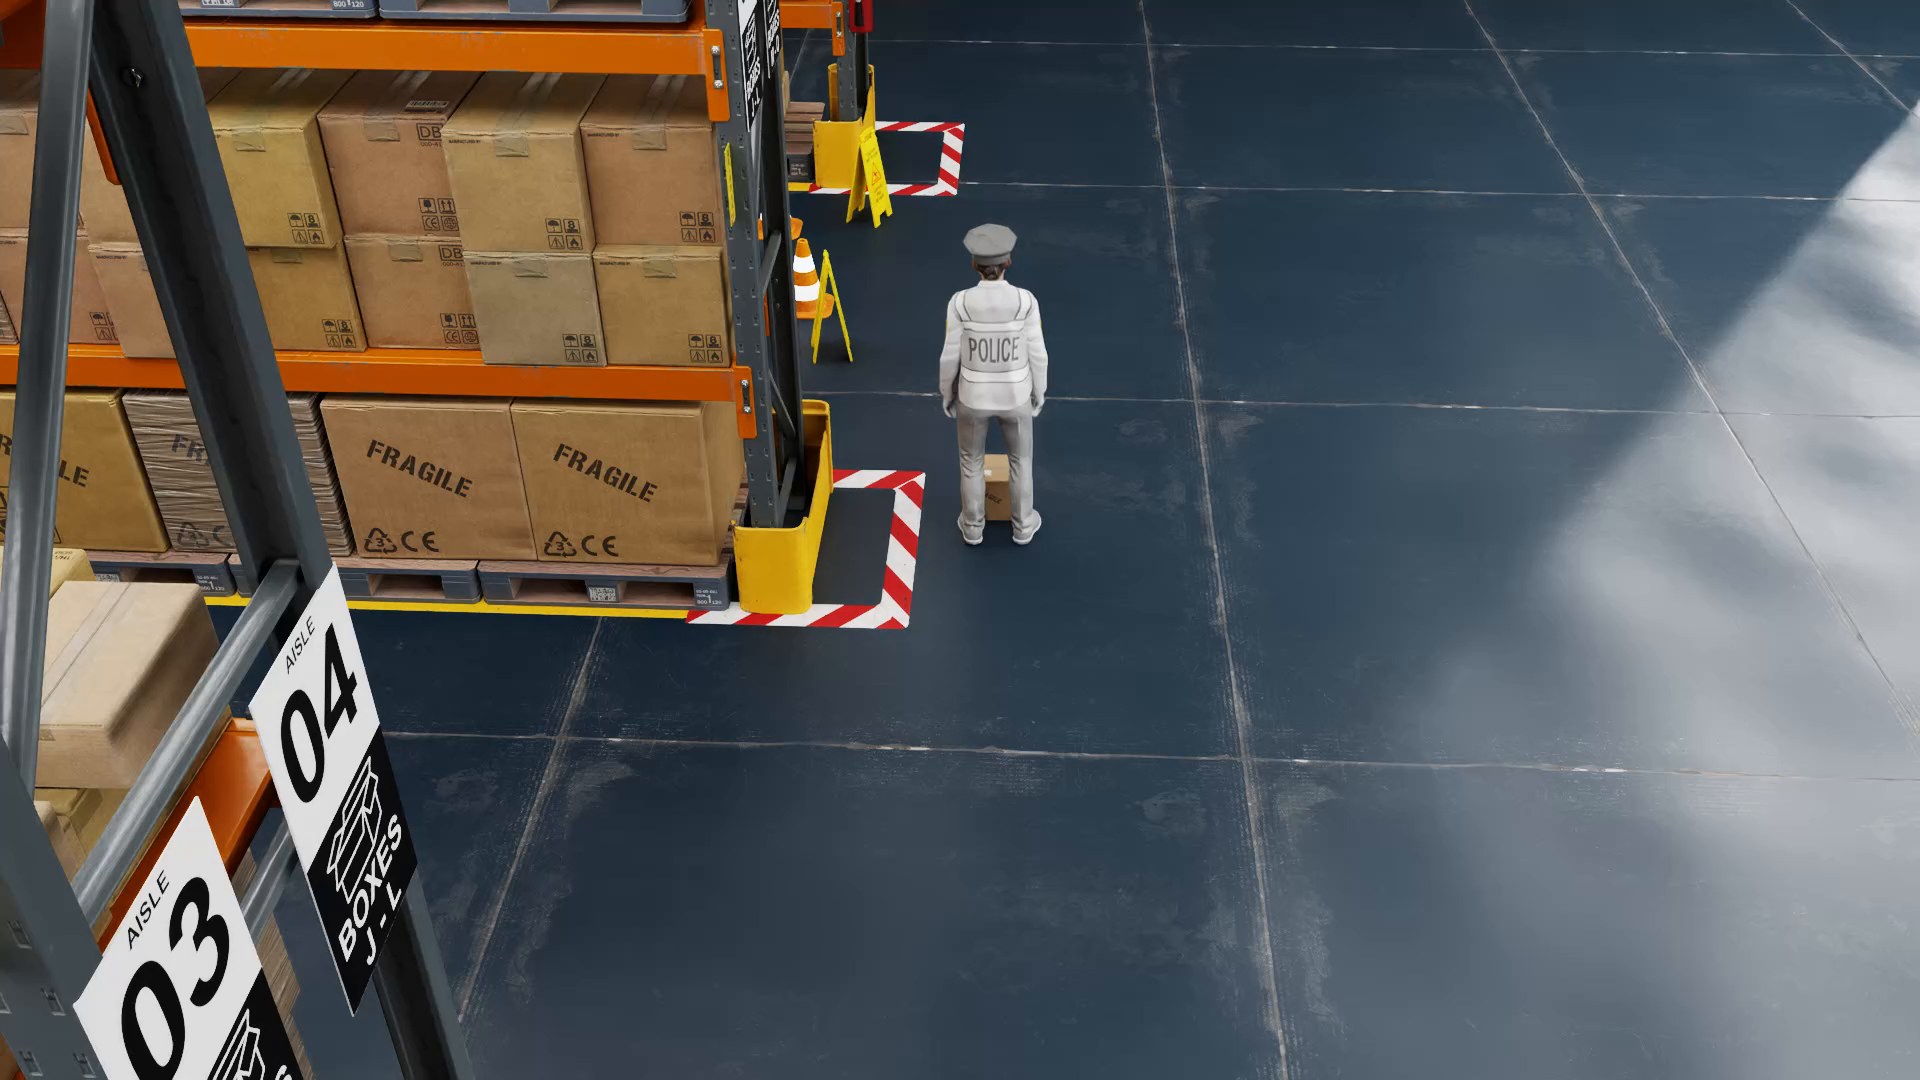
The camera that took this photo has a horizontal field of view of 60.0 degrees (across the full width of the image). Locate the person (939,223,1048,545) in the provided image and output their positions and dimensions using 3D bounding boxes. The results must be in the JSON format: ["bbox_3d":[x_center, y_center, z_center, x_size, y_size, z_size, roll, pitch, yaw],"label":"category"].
[{"bbox_3d":[0.160,-0.704,8.084,0.523,1.662,0.372,0,36,0],"label":"person"}]
